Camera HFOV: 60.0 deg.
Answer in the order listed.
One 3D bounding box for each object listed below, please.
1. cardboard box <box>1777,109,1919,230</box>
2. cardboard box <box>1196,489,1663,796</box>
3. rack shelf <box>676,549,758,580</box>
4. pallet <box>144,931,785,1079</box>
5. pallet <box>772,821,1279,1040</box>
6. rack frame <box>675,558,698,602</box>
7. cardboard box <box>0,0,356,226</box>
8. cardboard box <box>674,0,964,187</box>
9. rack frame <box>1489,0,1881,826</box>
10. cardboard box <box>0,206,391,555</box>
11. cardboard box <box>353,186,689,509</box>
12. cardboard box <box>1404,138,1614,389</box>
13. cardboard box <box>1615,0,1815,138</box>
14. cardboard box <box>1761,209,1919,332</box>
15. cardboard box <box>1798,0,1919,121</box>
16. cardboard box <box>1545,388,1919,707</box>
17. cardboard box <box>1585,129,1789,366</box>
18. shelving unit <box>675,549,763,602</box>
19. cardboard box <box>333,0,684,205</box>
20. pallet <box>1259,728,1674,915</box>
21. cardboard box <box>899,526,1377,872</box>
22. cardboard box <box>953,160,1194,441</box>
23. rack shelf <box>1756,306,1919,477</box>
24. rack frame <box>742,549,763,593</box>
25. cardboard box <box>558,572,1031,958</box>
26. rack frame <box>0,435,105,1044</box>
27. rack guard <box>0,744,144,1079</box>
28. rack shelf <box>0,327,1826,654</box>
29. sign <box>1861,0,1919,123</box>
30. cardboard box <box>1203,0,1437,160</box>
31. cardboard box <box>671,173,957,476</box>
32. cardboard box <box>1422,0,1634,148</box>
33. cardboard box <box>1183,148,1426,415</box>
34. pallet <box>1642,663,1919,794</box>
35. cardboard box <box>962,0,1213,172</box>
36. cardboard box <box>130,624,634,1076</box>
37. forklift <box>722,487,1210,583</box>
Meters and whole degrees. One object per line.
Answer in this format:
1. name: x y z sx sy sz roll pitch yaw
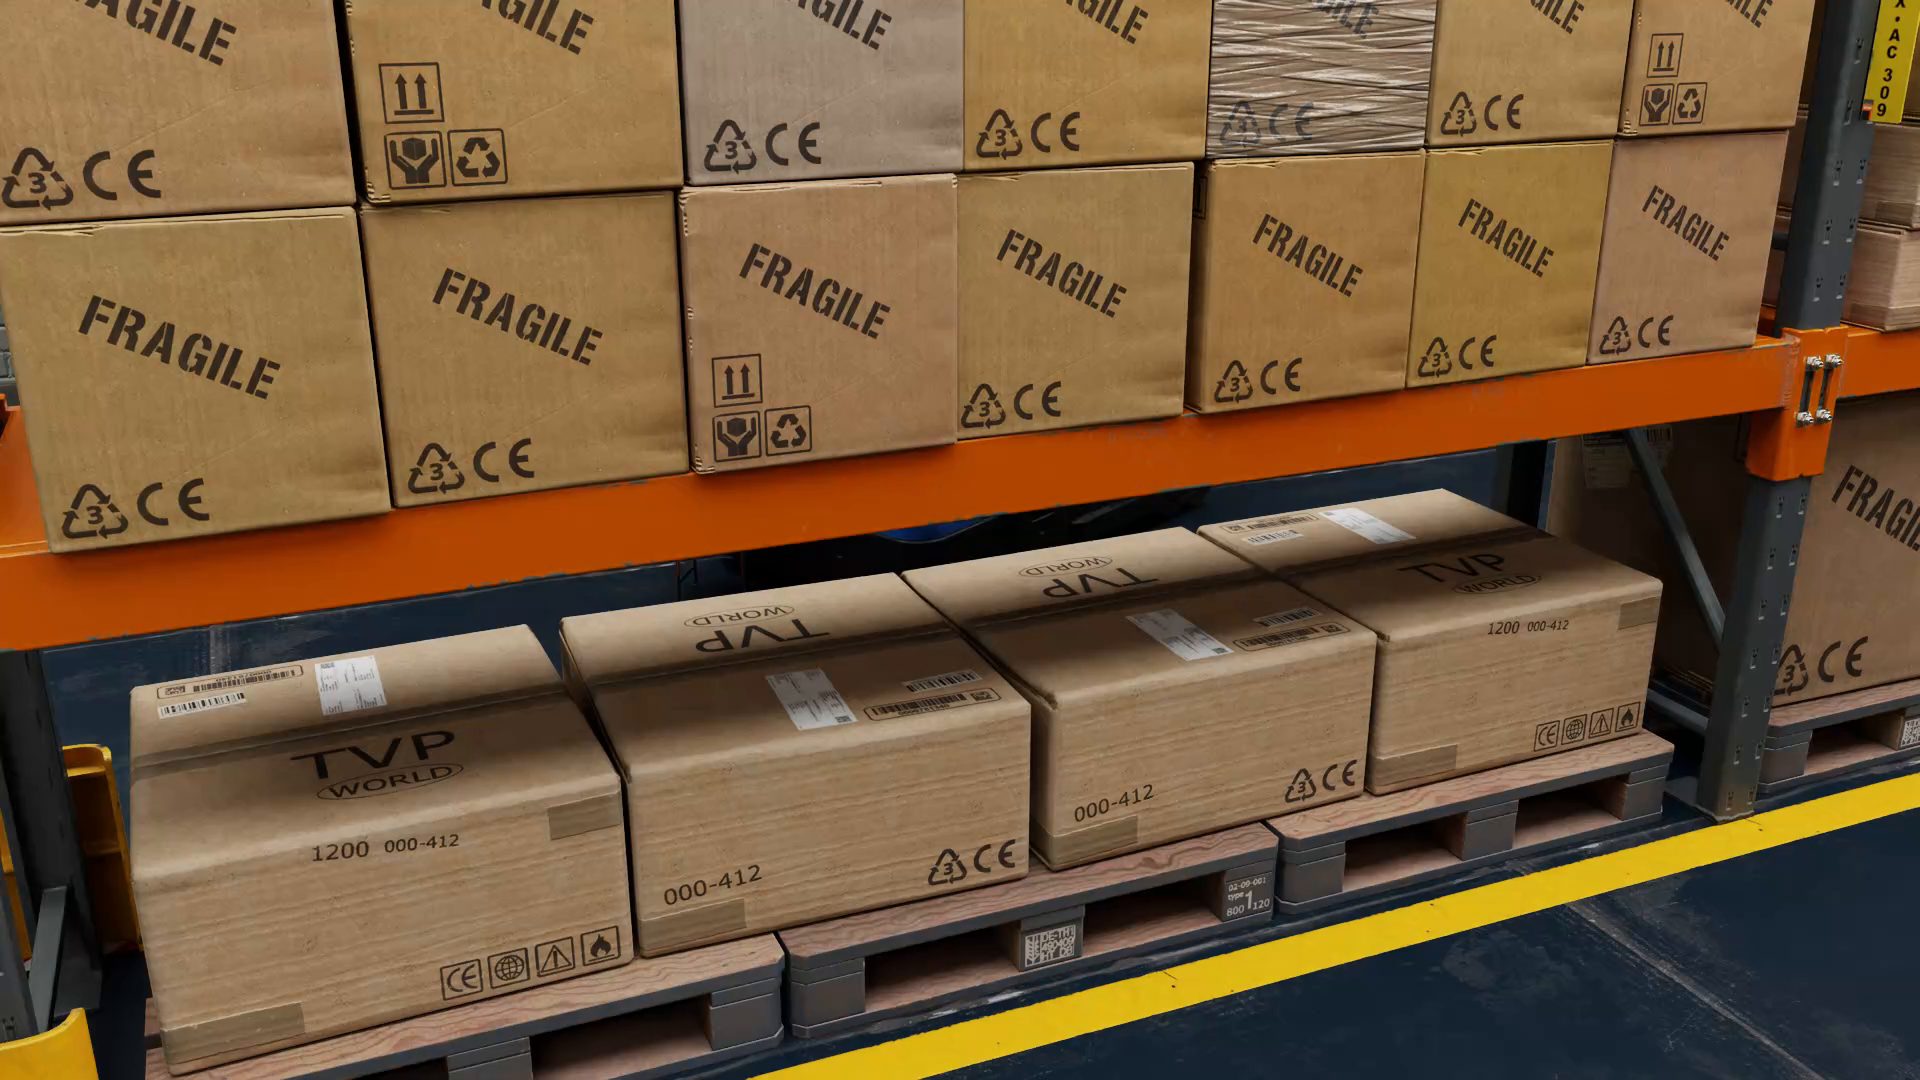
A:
1. cardboard box: 2.375 -0.959 4.203 0.500 0.250 0.500 -9 21 -23
2. cardboard box: 1.240 0.238 4.555 0.875 0.438 0.875 -8 21 -23
3. rack shelf: -0.857 -0.024 5.877 0.240 0.259 0.215 3 20 10
4. pallet: -1.111 0.890 3.676 1.213 0.211 1.003 -8 21 -22
5. pallet: 0.008 0.731 4.129 1.213 0.211 1.003 -8 21 -22
6. rack frame: -0.977 -0.303 5.802 0.008 1.050 0.200 3 20 10
7. cardboard box: -1.260 -0.791 2.597 0.500 0.500 0.500 -9 21 -23
8. cardboard box: -0.319 -0.931 2.995 0.500 0.500 0.500 -8 21 -22
9. rack frame: 1.859 -0.822 4.341 0.127 3.000 1.000 -8 21 -22
10. cardboard box: -1.260 -0.319 2.761 0.500 0.500 0.500 -8 21 -22
11. cardboard box: -0.806 -0.394 2.974 0.500 0.500 0.500 -8 21 -23
12. cardboard box: 1.064 -0.661 3.733 0.500 0.500 0.500 -9 21 -23
13. cardboard box: 1.535 -1.195 3.743 0.500 0.500 0.500 -8 21 -22
14. cardboard box: 2.367 -0.729 4.302 0.500 0.250 0.500 -9 21 -23
15. cardboard box: 2.377 -1.311 4.074 0.500 0.500 0.500 -8 21 -21
16. cardboard box: 2.396 -0.124 4.925 0.875 0.875 0.875 -7 21 -20
17. cardboard box: 1.534 -0.731 3.930 0.500 0.500 0.500 -8 21 -21
18. shelving unit: -0.857 -0.296 5.781 0.252 1.050 0.215 3 20 10
19. cardboard box: -0.789 -0.861 2.796 0.500 0.500 0.500 -9 21 -23
20. pallet: 1.130 0.569 4.588 1.213 0.211 1.003 -8 21 -22
21. cardboard box: 0.418 0.356 4.220 0.875 0.438 0.875 -9 21 -24
22. cardboard box: 0.121 -0.526 3.350 0.500 0.500 0.500 -7 21 -20
23. rack shelf: 3.695 -0.746 5.208 4.000 0.370 1.077 -8 21 -22
24. rack frame: -0.737 -0.289 5.761 0.008 1.050 0.200 3 20 10
25. cardboard box: -0.411 0.474 3.885 0.875 0.438 0.875 -8 21 -20
26. rack frame: -1.814 -0.296 2.847 0.127 3.000 1.000 -8 21 -22
27. rack guard: -1.836 0.886 3.253 0.348 0.500 1.175 -8 21 -22
28. rack shelf: 0.022 -0.220 3.714 4.000 0.370 1.077 -8 21 -22
29. sign: 2.080 -1.099 3.704 0.005 0.325 0.100 -8 21 -22
30. cardboard box: 0.602 -1.061 3.362 0.500 0.500 0.500 -8 21 -21
31. cardboard box: -0.332 -0.455 3.148 0.500 0.500 0.500 -8 21 -22
32. cardboard box: 1.066 -1.131 3.561 0.500 0.500 0.500 -8 21 -23
33. cardboard box: 0.608 -0.591 3.532 0.500 0.500 0.500 -8 21 -23
34. pallet: 2.537 0.368 5.158 1.213 0.211 1.003 -8 21 -22
35. cardboard box: 0.138 -0.997 3.182 0.500 0.500 0.500 -8 21 -22
36. cardboard box: -1.248 0.597 3.536 0.875 0.438 0.875 -9 21 -24
37. forklift: 0.393 -1.568 6.561 1.130 2.935 3.031 14 24 35
